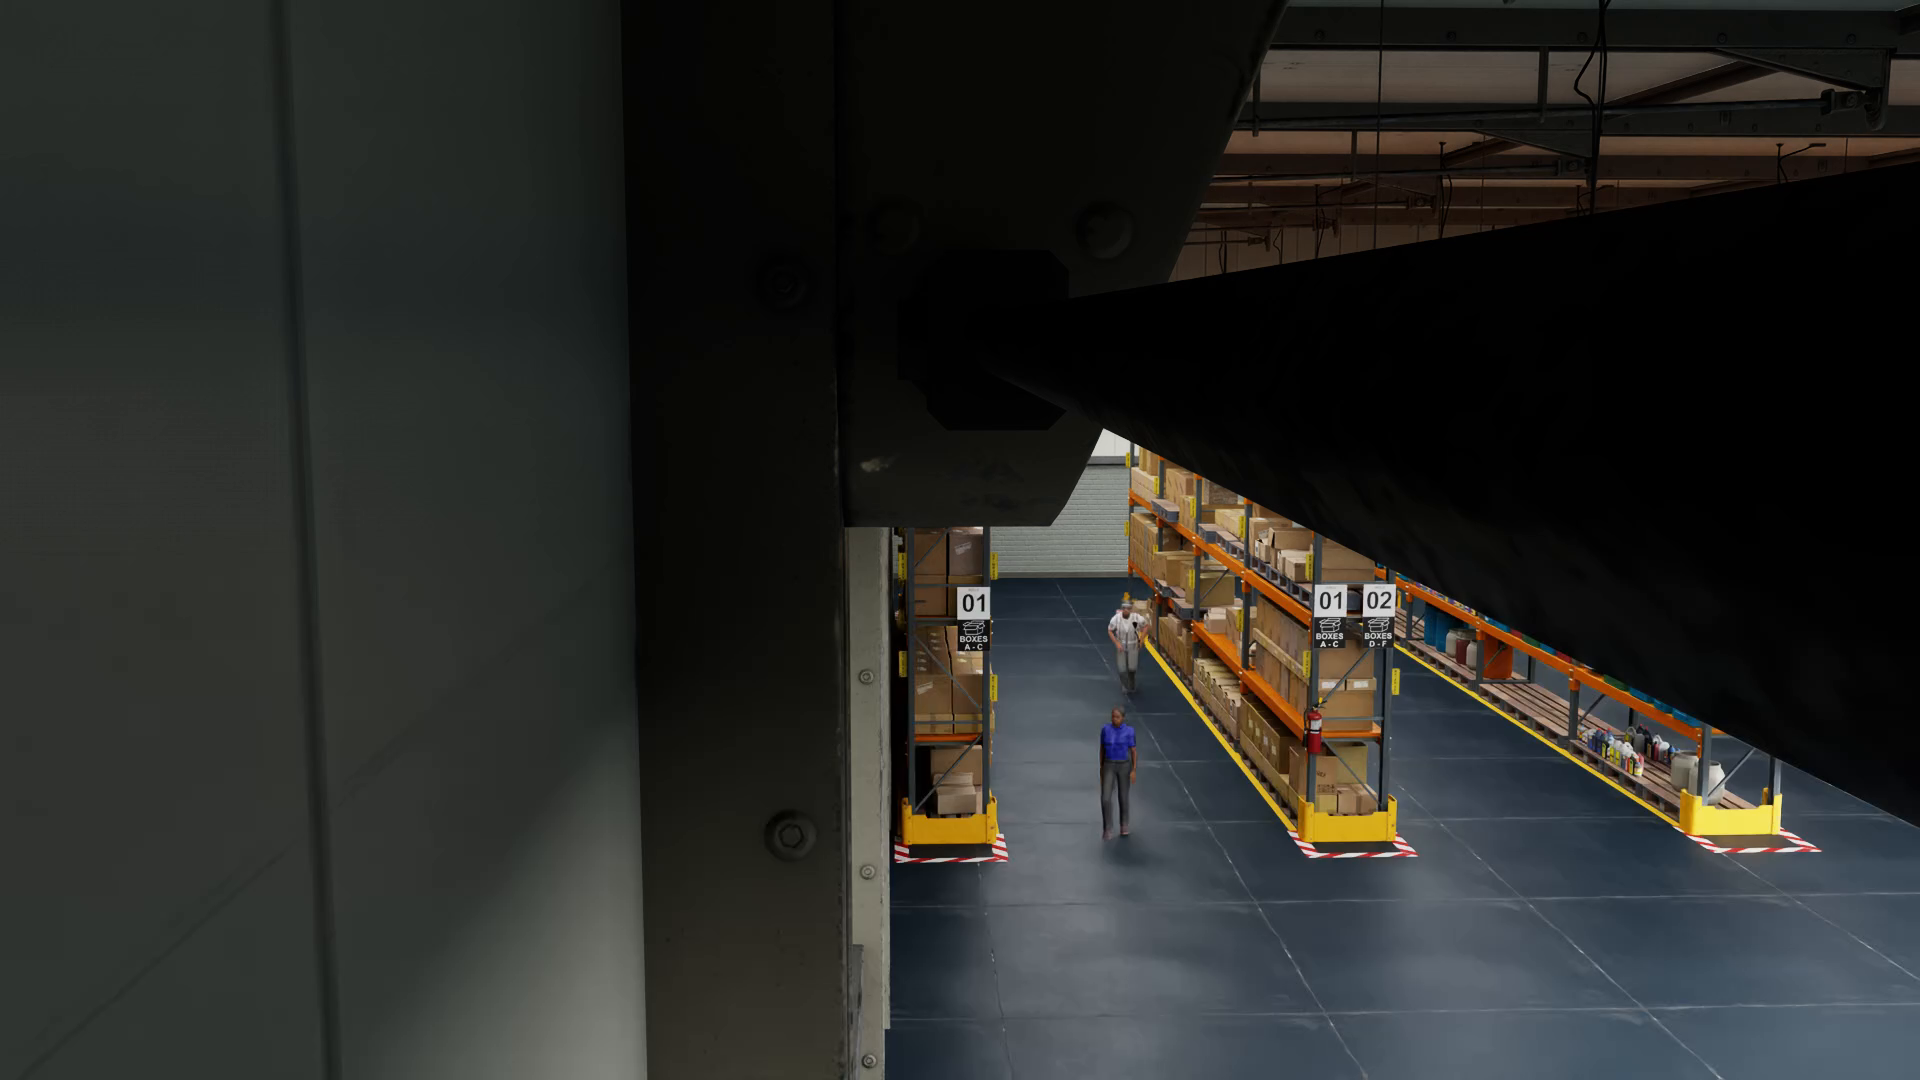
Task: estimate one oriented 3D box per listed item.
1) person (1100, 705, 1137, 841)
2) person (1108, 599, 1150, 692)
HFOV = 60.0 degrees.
[{"bbox_3d":[1.966,2.894,20.678,0.504,1.717,0.527,3,8,22],"label":"person"},{"bbox_3d":[2.906,1.825,28.654,0.707,1.695,0.792,1,7,8],"label":"person"}]
